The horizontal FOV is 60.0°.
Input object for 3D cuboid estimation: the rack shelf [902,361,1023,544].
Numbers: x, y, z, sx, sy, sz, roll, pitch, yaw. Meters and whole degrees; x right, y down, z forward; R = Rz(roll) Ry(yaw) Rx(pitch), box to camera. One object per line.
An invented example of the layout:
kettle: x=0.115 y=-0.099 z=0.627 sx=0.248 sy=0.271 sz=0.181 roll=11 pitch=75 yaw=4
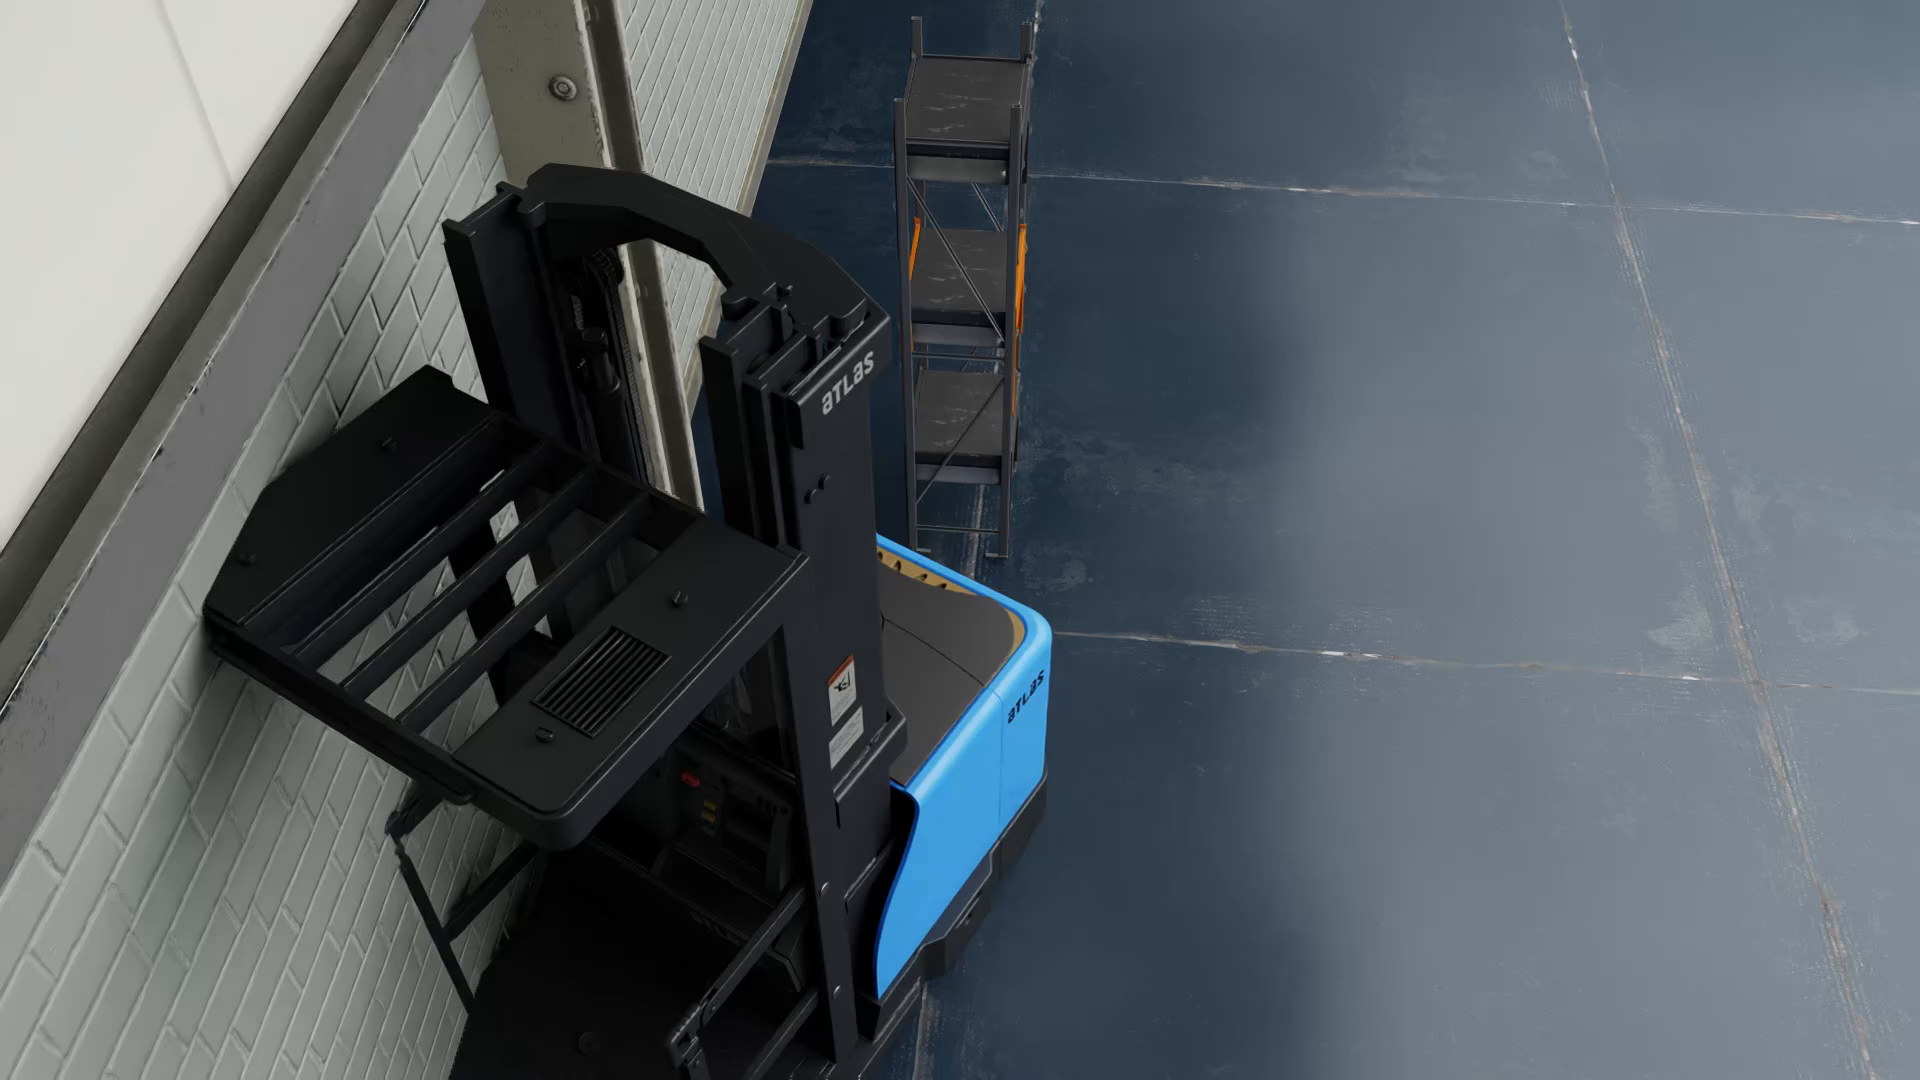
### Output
rack shelf: x=0.015 y=-0.349 z=6.639 sx=0.431 sy=0.518 sz=0.480 roll=4 pitch=48 yaw=4

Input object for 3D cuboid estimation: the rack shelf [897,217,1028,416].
rack shelf: x=0.015 y=-0.821 z=6.122 sx=0.431 sy=0.518 sz=0.480 roll=4 pitch=48 yaw=4

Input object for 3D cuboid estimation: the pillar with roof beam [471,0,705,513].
pillar with roof beam: x=3.134 y=-2.489 z=2.954 sx=9.100 sy=9.000 sz=0.400 roll=4 pitch=48 yaw=4

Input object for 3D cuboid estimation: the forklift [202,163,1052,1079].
forklift: x=-0.924 y=0.699 z=4.150 sx=1.130 sy=2.935 sz=3.031 roll=26 pitch=52 yaw=22

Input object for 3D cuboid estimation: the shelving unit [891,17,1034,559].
shelving unit: x=0.015 y=-0.830 z=6.112 sx=0.431 sy=2.100 sz=0.503 roll=4 pitch=48 yaw=4

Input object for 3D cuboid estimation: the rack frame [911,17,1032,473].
rack frame: x=0.037 y=-1.010 z=6.276 sx=0.400 sy=2.100 sz=0.015 roll=4 pitch=48 yaw=4

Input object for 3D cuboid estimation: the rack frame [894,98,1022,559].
rack frame: x=-0.007 y=-0.651 z=5.948 sx=0.400 sy=2.100 sz=0.015 roll=4 pitch=48 yaw=4

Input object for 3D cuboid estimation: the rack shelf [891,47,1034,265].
rack shelf: x=0.015 y=-1.294 z=5.606 sx=0.431 sy=0.518 sz=0.480 roll=4 pitch=48 yaw=4
